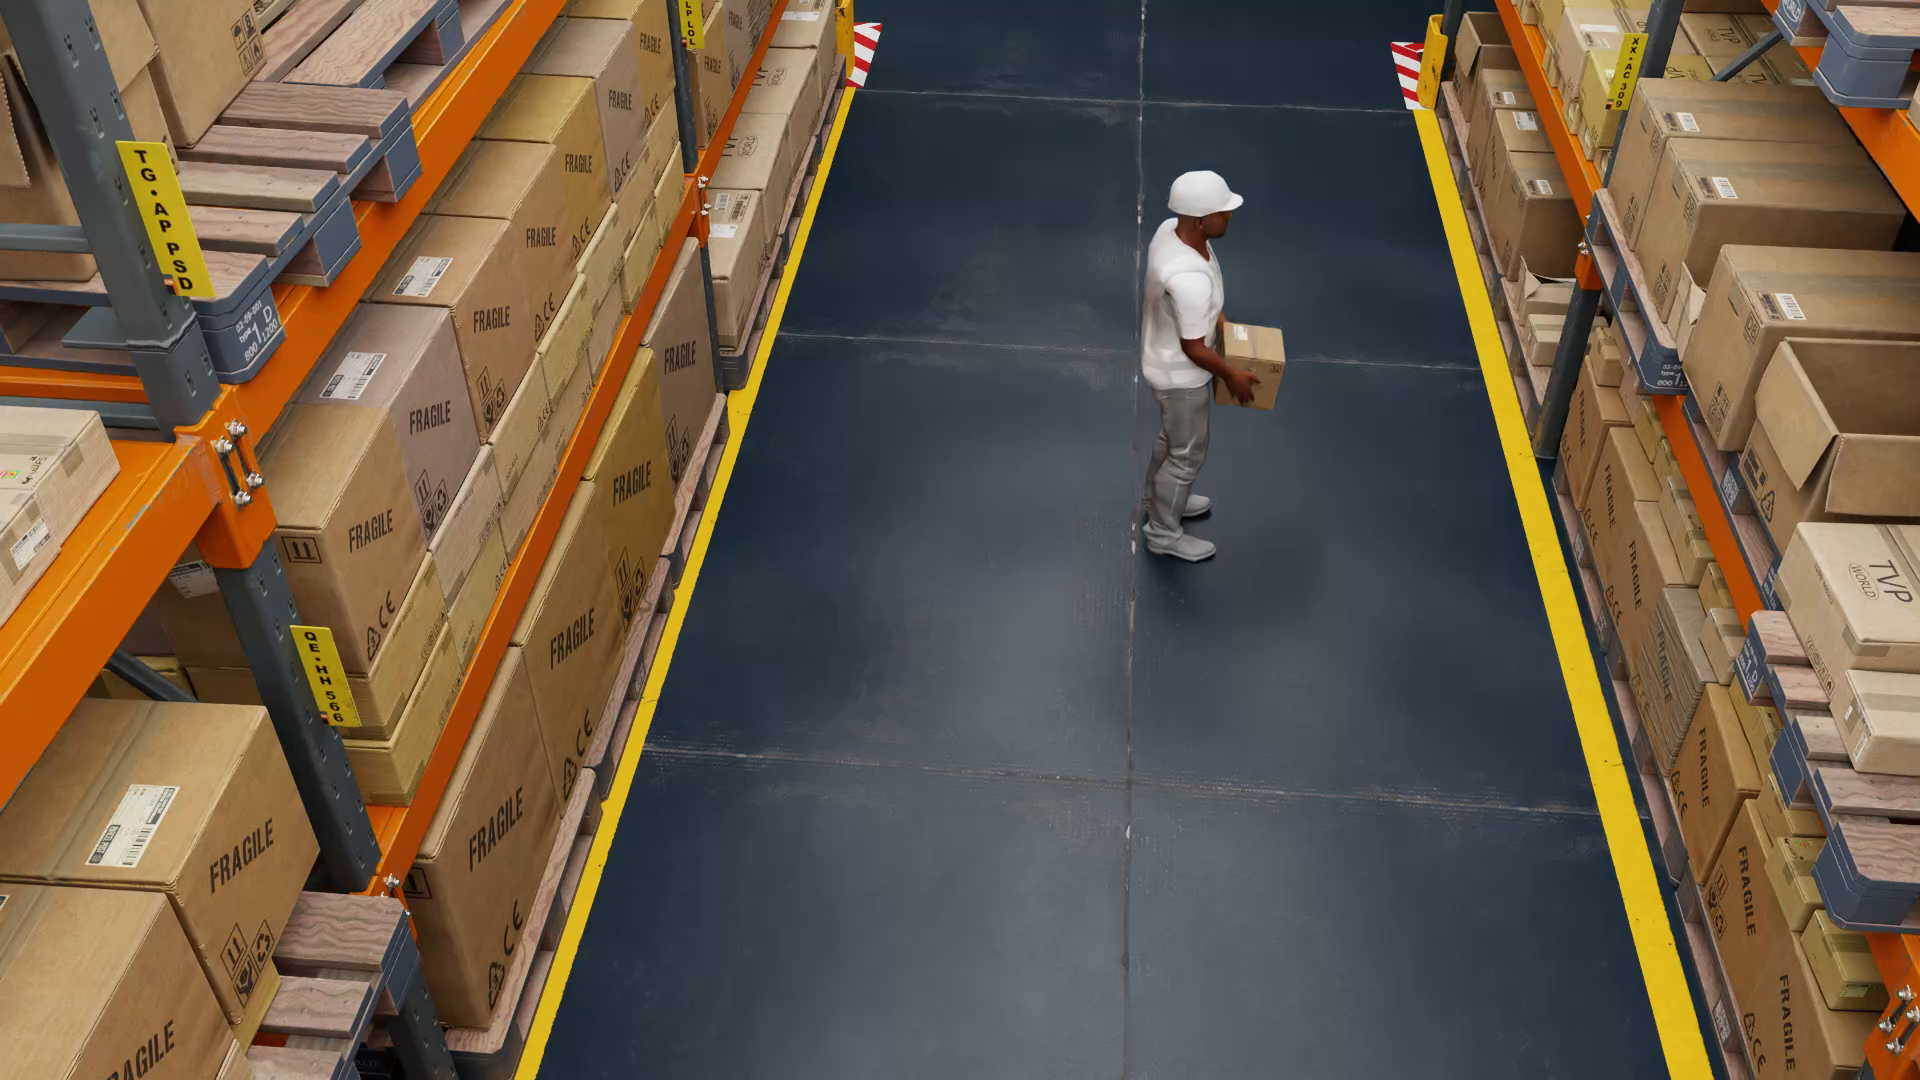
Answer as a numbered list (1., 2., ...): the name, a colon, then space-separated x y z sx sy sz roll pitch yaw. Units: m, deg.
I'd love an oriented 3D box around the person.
1. person: 1.003 -0.738 7.021 0.509 1.768 0.562 3 40 3
